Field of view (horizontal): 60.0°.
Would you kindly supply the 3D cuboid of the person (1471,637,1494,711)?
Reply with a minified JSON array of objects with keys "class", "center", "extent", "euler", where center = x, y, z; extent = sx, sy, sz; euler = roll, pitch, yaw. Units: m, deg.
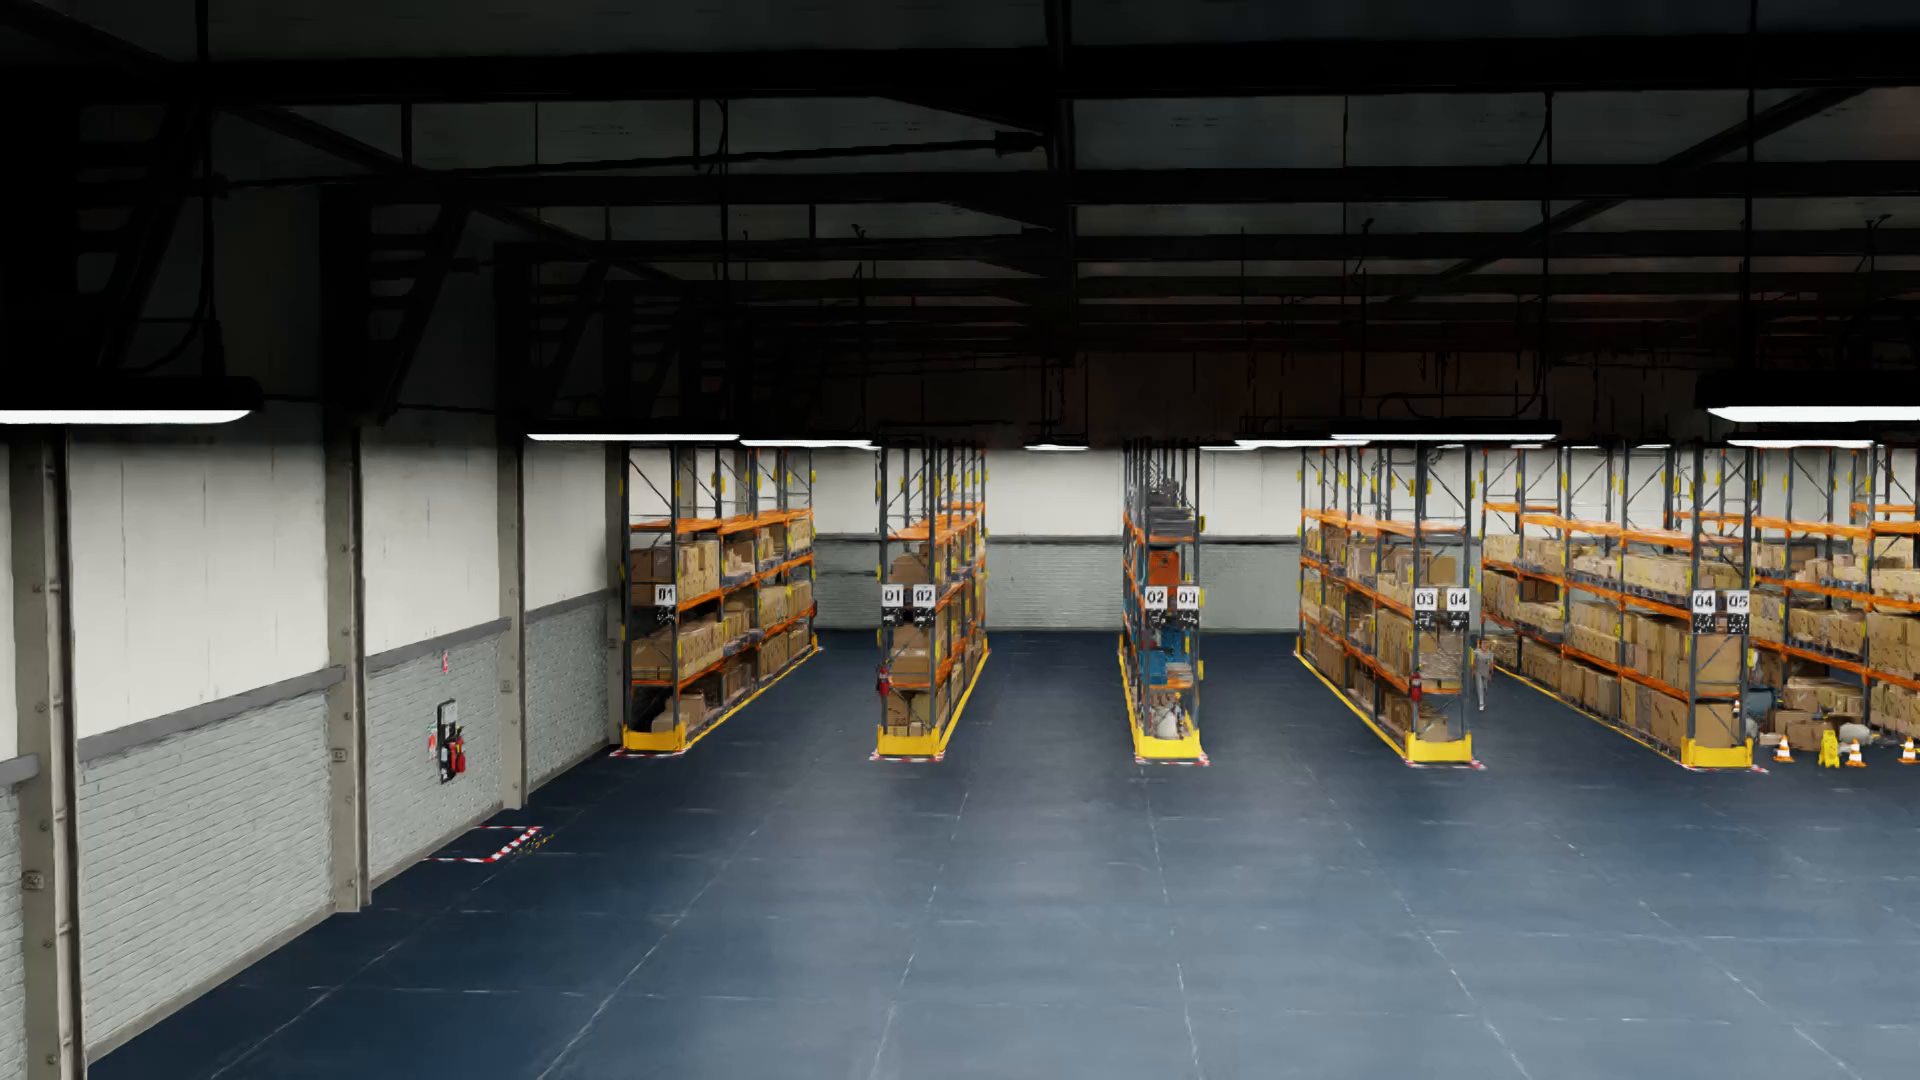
[{"class":"person","center":[11.576,2.939,36.762],"extent":[0.446,1.589,1.095],"euler":[0,3,2]}]

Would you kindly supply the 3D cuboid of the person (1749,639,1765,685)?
[{"class":"person","center":[17.392,2.965,36.403],"extent":[0.532,1.591,0.528],"euler":[2,4,31]}]
